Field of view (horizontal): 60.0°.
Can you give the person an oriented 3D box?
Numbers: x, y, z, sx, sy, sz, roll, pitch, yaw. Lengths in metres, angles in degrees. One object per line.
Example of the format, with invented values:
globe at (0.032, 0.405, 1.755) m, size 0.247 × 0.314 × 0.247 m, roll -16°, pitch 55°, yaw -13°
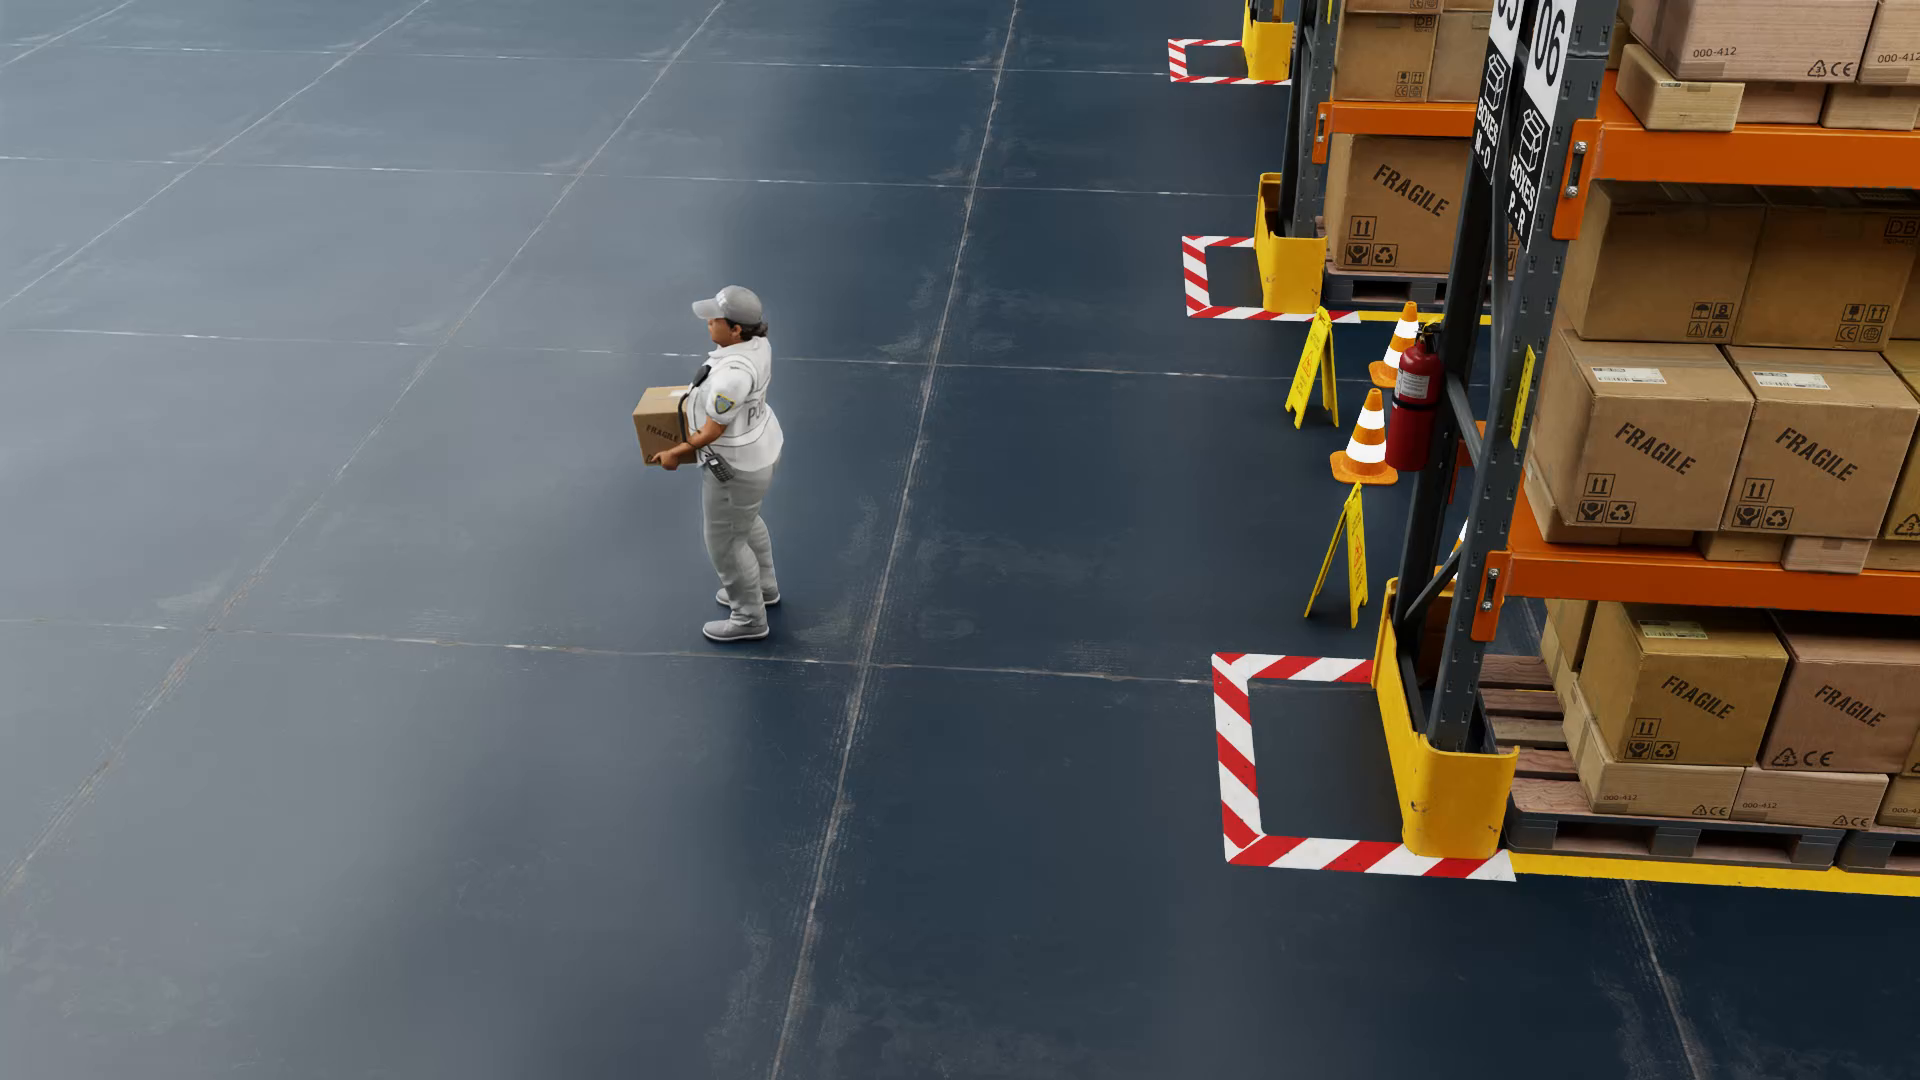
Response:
person at (-1.038, -0.338, 7.206) m, size 0.535 × 1.654 × 0.452 m, roll 3°, pitch 32°, yaw 5°
